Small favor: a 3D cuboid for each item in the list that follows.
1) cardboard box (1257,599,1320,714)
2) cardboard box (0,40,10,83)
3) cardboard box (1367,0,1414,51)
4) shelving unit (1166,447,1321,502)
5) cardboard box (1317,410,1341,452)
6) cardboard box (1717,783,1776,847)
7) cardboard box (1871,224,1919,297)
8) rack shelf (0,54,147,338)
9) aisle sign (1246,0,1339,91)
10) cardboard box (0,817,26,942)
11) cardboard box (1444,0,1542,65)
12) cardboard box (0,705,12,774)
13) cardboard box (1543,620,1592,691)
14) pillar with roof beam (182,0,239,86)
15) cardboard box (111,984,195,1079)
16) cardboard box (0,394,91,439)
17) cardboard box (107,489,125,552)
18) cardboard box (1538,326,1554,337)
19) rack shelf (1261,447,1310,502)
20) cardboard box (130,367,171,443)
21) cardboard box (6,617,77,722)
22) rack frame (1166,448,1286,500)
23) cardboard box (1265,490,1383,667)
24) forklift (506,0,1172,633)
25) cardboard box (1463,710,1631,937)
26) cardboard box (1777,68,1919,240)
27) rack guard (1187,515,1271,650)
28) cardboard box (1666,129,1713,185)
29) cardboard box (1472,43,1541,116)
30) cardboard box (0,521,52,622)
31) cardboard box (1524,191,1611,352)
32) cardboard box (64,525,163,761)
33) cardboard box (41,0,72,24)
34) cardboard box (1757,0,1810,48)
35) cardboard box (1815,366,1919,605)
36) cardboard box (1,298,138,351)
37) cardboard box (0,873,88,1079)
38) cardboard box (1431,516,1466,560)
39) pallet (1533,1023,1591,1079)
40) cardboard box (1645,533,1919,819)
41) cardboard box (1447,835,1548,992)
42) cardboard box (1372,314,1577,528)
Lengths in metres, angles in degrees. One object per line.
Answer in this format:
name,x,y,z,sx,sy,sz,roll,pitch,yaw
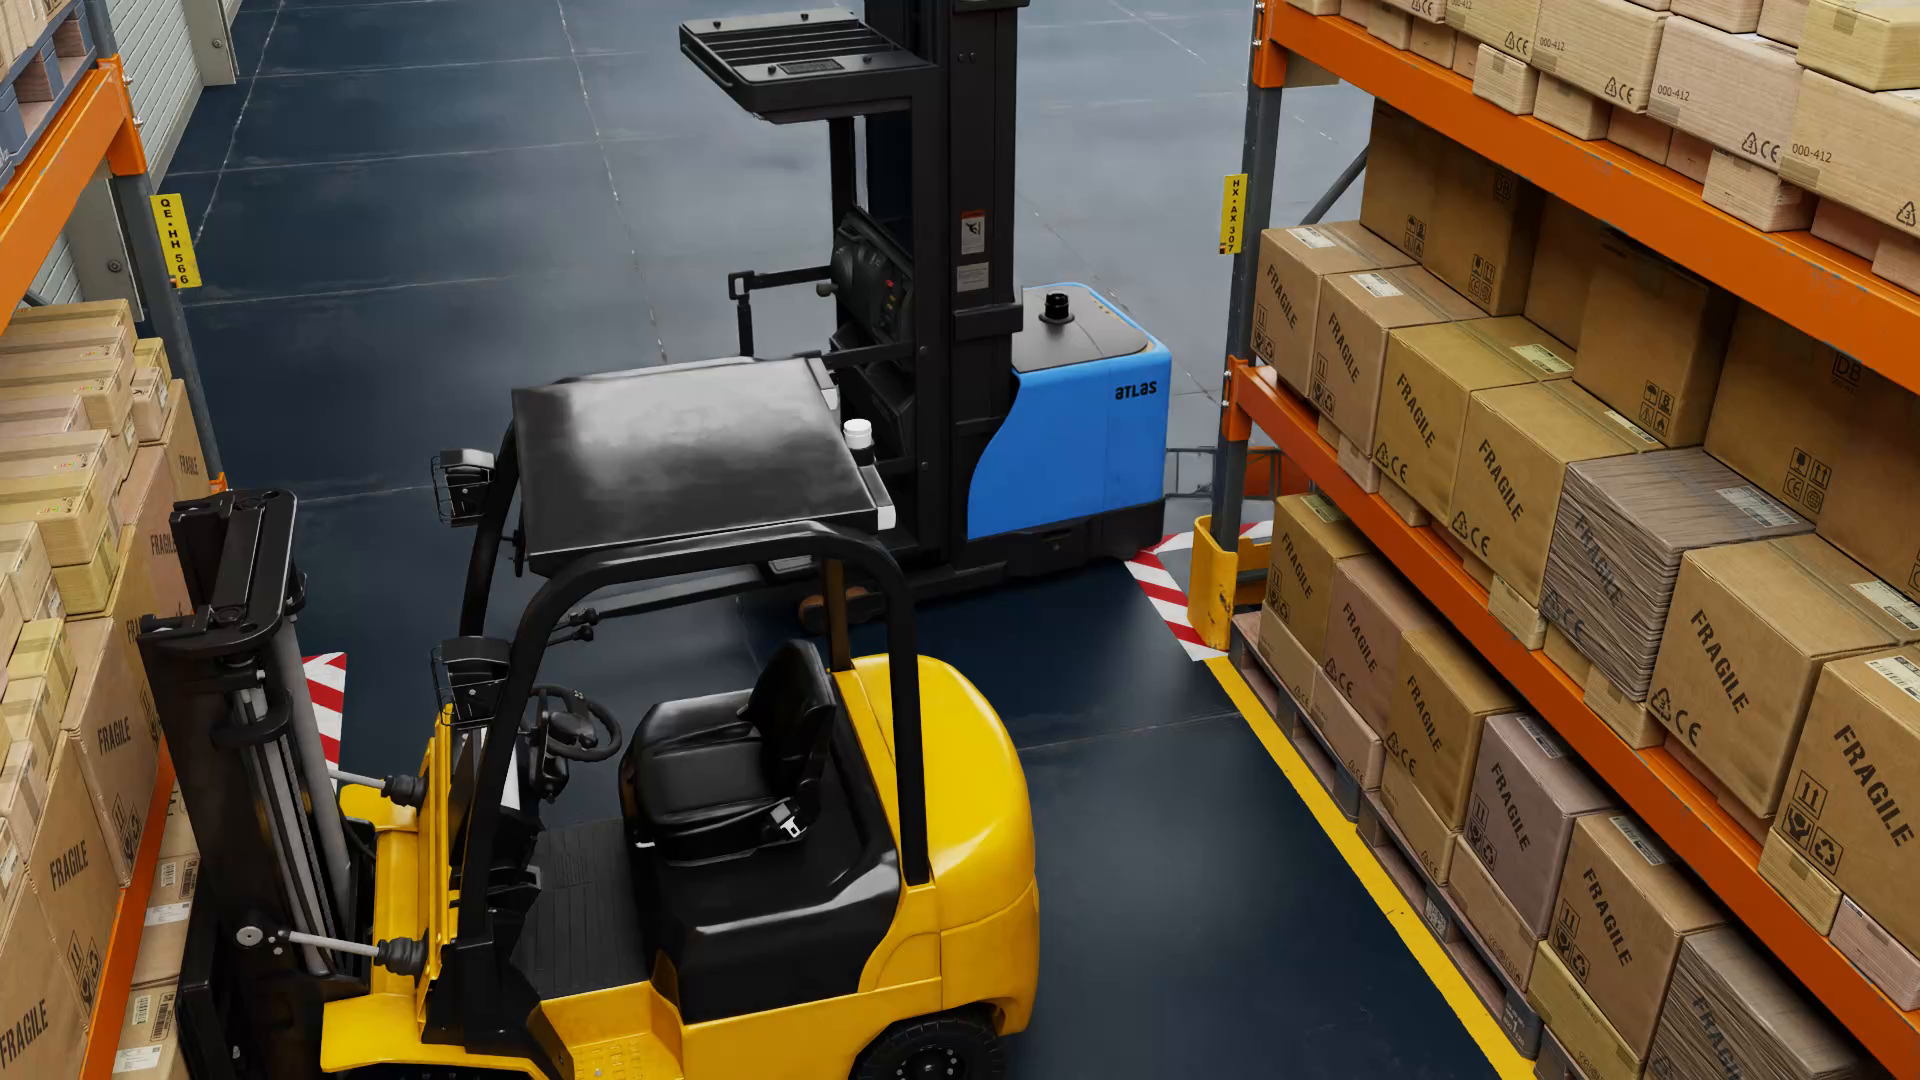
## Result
cardboard box,1.563,0.438,6.824,0.500,0.250,0.500,-8,31,-14
cardboard box,-2.641,-1.212,3.736,0.700,0.500,0.500,-8,31,-13
cardboard box,1.584,-1.735,5.510,0.380,0.149,0.250,-7,31,-12
shelving unit,1.632,-0.319,8.089,1.200,0.258,0.503,3,4,30
cardboard box,1.580,-0.437,6.262,0.380,0.149,0.250,-9,31,-15
cardboard box,2.232,0.674,4.343,0.380,0.149,0.250,-8,31,-13
cardboard box,2.227,-0.620,3.583,0.380,0.149,0.250,-8,31,-13
rack shelf,-2.638,-0.356,3.594,1.077,0.370,4.000,-8,31,-13
aisle sign,1.301,-2.110,6.306,0.394,0.787,0.004,-8,31,-13
cardboard box,-2.098,0.708,3.285,0.380,0.149,0.250,-7,31,-12
cardboard box,1.778,-1.589,4.860,0.500,0.250,0.500,-7,31,-12
cardboard box,-2.203,0.455,3.425,0.380,0.149,0.250,-8,31,-14
cardboard box,1.987,0.312,4.968,0.380,0.149,0.250,-8,31,-14
pillar with roof beam,-2.887,-8.843,14.545,9.100,9.000,0.400,-8,31,-13
cardboard box,-2.202,1.410,4.147,0.500,0.250,0.500,-7,31,-12
cardboard box,-2.685,-0.275,4.686,0.380,0.149,0.250,-8,31,-13
cardboard box,-2.529,-0.032,4.563,0.380,0.149,0.250,-9,31,-15
cardboard box,2.284,-0.458,5.651,0.500,0.500,0.500,-8,31,-13
rack shelf,1.574,-0.322,8.122,0.148,0.258,0.480,3,4,30
cardboard box,-2.710,-0.409,5.215,0.380,0.149,0.250,-7,31,-12
cardboard box,-2.329,0.335,3.930,0.380,0.149,0.250,-8,31,-14
rack frame,1.510,-0.308,7.878,1.200,0.240,0.015,3,4,30
cardboard box,1.570,0.125,6.617,0.500,0.500,0.500,-9,31,-15
forklift,-0.576,-1.150,7.311,3.031,2.935,1.130,-12,32,-19
cardboard box,1.989,0.877,5.317,0.500,0.500,0.500,-6,31,-11
cardboard box,2.166,-0.848,3.579,0.500,0.250,0.500,-8,31,-14
rack guard,1.636,0.122,7.540,1.175,0.500,0.348,-8,31,-13
cardboard box,2.053,-1.001,4.242,0.380,0.149,0.250,-7,31,-12
cardboard box,1.738,-1.359,4.860,0.380,0.149,0.250,-7,31,-13
cardboard box,-2.458,0.098,4.043,0.380,0.149,0.250,-7,31,-13
cardboard box,2.324,-0.905,5.425,0.700,0.500,0.500,-8,31,-14
cardboard box,-2.520,0.324,4.596,0.500,0.500,0.500,-8,31,-14
cardboard box,-2.816,-1.720,4.614,0.500,0.500,0.500,-7,31,-12
cardboard box,2.092,-1.224,3.831,0.380,0.149,0.250,-8,31,-14
cardboard box,2.656,-0.160,4.138,0.700,0.500,0.500,-8,31,-13
cardboard box,-2.870,-0.642,5.321,0.380,0.149,0.250,-8,31,-13
cardboard box,-2.127,1.056,3.332,0.500,0.500,0.500,-7,31,-12
cardboard box,1.832,-0.068,5.624,0.380,0.149,0.250,-7,31,-12
pallet,2.465,1.823,4.890,1.003,0.211,1.213,-8,31,-13
cardboard box,2.177,0.334,4.282,0.500,0.500,0.500,-7,31,-12
cardboard box,1.980,1.192,5.522,0.500,0.250,0.500,-7,31,-13
cardboard box,1.751,-0.407,5.562,0.500,0.500,0.500,-8,31,-14
